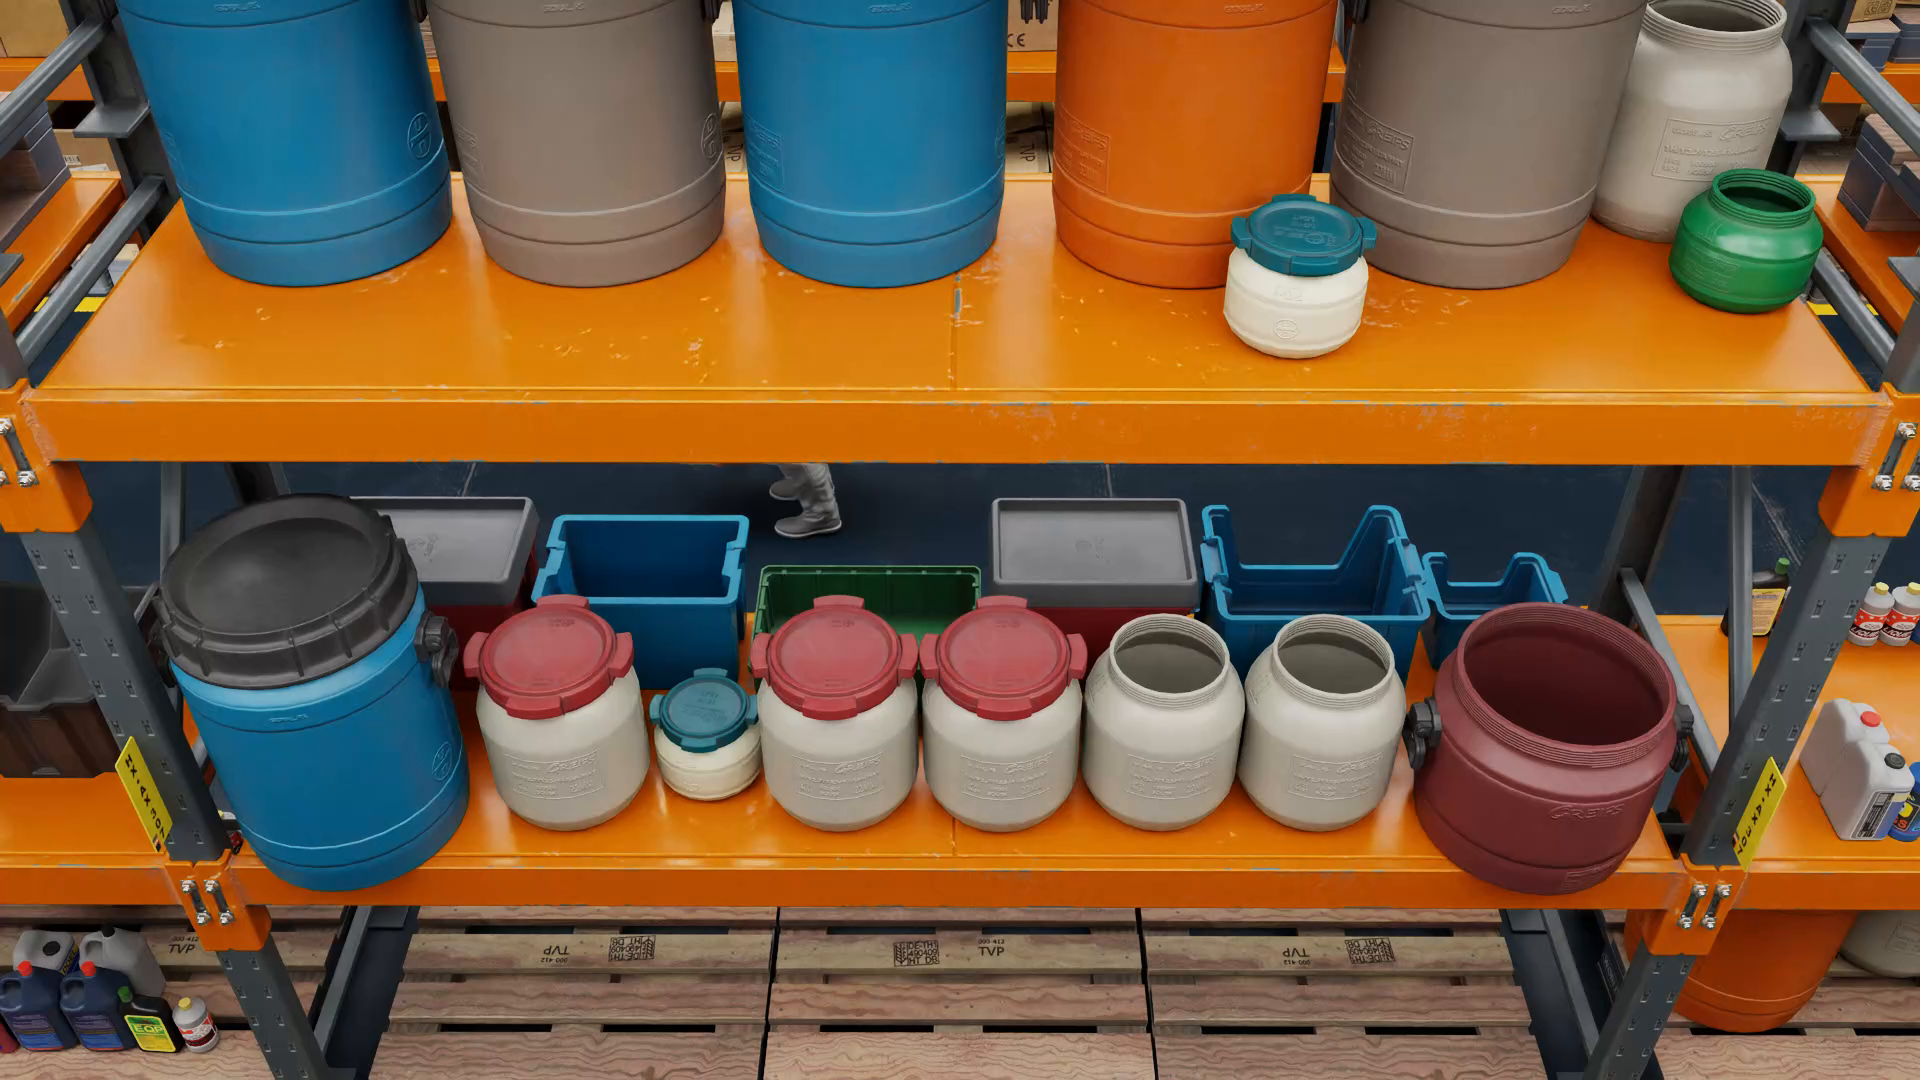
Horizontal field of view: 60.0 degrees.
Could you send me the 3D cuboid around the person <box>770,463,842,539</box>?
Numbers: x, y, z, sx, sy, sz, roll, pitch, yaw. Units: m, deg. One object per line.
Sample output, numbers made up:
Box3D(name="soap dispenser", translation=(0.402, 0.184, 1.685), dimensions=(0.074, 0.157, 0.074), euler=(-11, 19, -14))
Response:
Box3D(name="person", translation=(-0.848, -0.660, 7.167), dimensions=(0.848, 1.390, 0.452), euler=(-1, 40, -1))
